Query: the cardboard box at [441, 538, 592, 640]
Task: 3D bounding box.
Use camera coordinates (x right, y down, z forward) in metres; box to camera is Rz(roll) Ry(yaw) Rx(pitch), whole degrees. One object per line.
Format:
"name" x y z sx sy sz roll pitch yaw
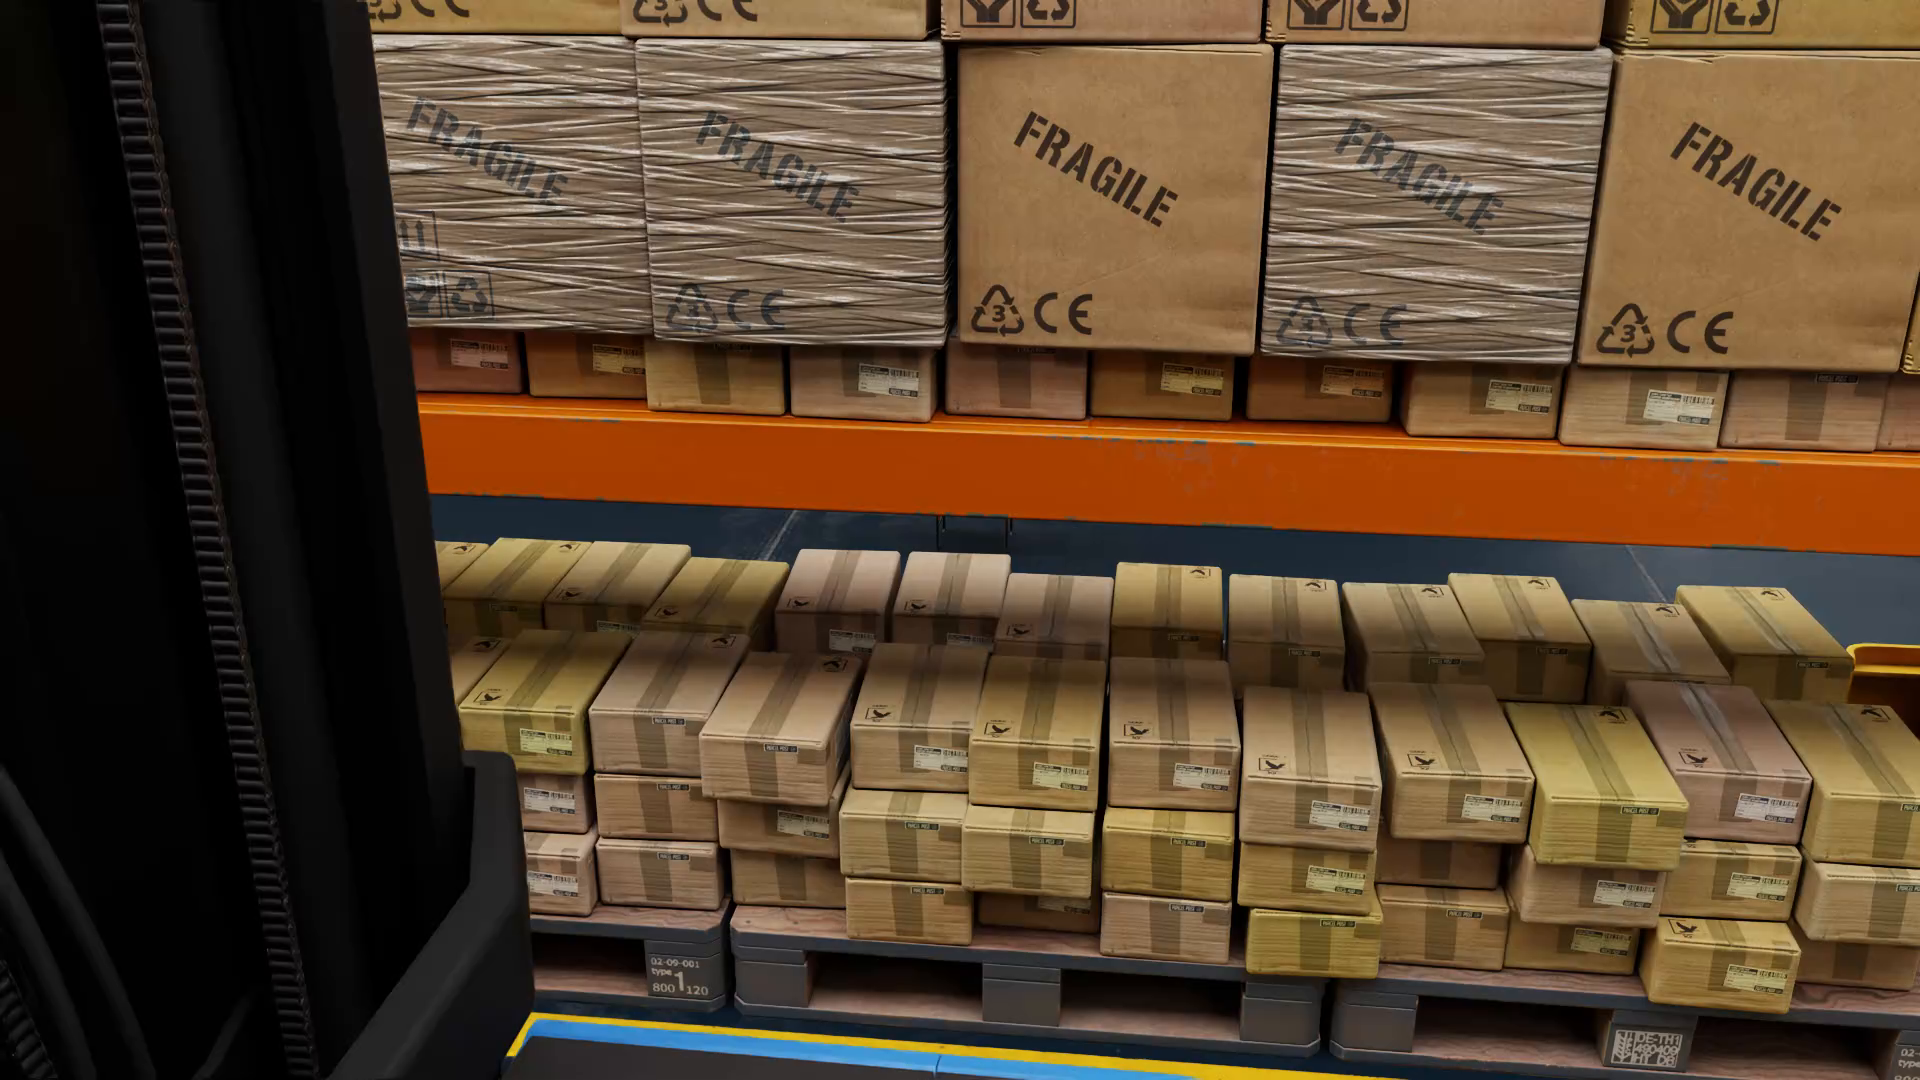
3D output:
"cardboard box" -1.060 0.136 4.014 0.250 0.149 0.380 3 22 7

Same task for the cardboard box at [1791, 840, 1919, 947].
"cardboard box" 1.712 0.611 3.215 0.250 0.149 0.380 2 22 5

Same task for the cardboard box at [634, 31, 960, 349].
"cardboard box" -0.252 -0.653 2.970 0.500 0.500 0.500 2 22 5

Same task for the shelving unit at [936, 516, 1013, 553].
"shelving unit" 0.053 -0.486 5.741 0.252 1.050 0.215 2 22 6

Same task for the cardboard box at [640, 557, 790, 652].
"cardboard box" -0.564 0.184 3.893 0.250 0.149 0.380 3 22 8

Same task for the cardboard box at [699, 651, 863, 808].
"cardboard box" -0.357 0.380 3.397 0.250 0.149 0.380 3 22 7

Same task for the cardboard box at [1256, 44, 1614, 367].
"cardboard box" 0.777 -0.615 2.875 0.500 0.500 0.500 3 22 6

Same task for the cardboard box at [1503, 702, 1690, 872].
"cardboard box" 1.199 0.465 3.182 0.250 0.149 0.380 2 22 5

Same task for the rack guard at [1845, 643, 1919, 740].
"rack guard" 2.194 0.697 3.497 0.348 0.500 1.175 2 22 6

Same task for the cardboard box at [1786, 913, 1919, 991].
"cardboard box" 1.722 0.722 3.341 0.250 0.149 0.380 3 22 7

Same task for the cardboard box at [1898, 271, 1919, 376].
"cardboard box" 1.793 -0.572 2.767 0.500 0.500 0.500 3 22 7

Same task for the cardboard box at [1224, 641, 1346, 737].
"cardboard box" 0.744 0.375 3.812 0.250 0.149 0.380 1 22 4

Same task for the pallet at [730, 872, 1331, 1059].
"pallet" 0.183 0.730 3.807 1.213 0.211 1.003 2 22 6

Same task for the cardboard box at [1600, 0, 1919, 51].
"cardboard box" 1.283 -1.063 2.648 0.500 0.500 0.500 2 22 4

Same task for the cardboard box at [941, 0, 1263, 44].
"cardboard box" 0.239 -1.104 2.751 0.500 0.500 0.500 2 22 4

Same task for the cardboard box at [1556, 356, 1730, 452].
"cardboard box" 1.163 -0.288 2.931 0.250 0.149 0.380 3 22 8

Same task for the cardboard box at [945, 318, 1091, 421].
"cardboard box" 0.125 -0.353 3.094 0.250 0.149 0.380 3 22 8

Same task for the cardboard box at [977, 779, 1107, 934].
"cardboard box" 0.184 0.653 3.514 0.250 0.149 0.380 3 22 8

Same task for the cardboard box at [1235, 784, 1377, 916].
"cardboard box" 0.680 0.572 3.315 0.250 0.149 0.380 3 22 7

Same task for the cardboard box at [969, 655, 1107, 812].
"cardboard box" 0.164 0.386 3.380 0.250 0.149 0.380 3 22 7

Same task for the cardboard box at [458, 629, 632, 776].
"cardboard box" -0.862 0.336 3.508 0.250 0.149 0.380 2 22 6

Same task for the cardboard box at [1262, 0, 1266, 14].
"cardboard box" 0.839 -1.278 3.193 0.500 0.500 0.500 2 22 5

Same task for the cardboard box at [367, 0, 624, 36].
"cardboard box" -0.767 -1.160 2.892 0.500 0.500 0.500 2 22 5

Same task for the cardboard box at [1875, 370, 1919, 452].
"cardboard box" 1.670 -0.281 2.911 0.250 0.149 0.380 2 22 6

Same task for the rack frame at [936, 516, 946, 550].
"rack frame" -0.068 -0.491 5.754 0.008 1.050 0.200 2 22 6

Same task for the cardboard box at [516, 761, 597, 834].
"cardboard box" -0.872 0.465 3.585 0.250 0.149 0.380 2 22 6

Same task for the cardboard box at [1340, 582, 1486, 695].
"cardboard box" 1.010 0.239 3.753 0.250 0.149 0.380 1 22 4

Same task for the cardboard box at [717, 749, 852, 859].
"cardboard box" -0.334 0.498 3.501 0.250 0.149 0.380 4 22 9

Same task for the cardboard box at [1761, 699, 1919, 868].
"cardboard box" 1.714 0.461 3.190 0.250 0.149 0.380 3 22 7

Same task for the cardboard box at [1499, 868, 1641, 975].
"cardboard box" 1.203 0.705 3.384 0.250 0.149 0.380 2 22 6

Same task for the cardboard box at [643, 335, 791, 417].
"cardboard box" -0.412 -0.361 3.116 0.250 0.149 0.380 3 22 7

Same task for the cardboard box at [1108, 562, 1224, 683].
"cardboard box" 0.480 0.195 3.863 0.250 0.149 0.380 3 22 7

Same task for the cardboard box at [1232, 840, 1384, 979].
"cardboard box" 0.695 0.711 3.369 0.250 0.149 0.380 2 22 4

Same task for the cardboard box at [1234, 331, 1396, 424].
"cardboard box" 0.644 -0.344 3.072 0.250 0.149 0.380 2 22 4

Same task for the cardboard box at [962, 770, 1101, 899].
"cardboard box" 0.151 0.552 3.365 0.250 0.149 0.380 3 22 7

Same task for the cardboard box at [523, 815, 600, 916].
"cardboard box" -0.862 0.632 3.568 0.250 0.149 0.380 2 22 6

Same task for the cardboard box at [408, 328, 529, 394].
"cardboard box" -0.924 -0.410 3.239 0.250 0.149 0.380 2 22 4

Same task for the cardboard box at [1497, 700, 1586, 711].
"cardboard box" 1.261 0.403 3.742 0.250 0.149 0.380 3 22 7

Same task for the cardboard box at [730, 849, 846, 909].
"cardboard box" -0.333 0.623 3.590 0.250 0.149 0.380 2 22 4

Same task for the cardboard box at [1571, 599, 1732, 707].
"cardboard box" 1.501 0.277 3.656 0.250 0.149 0.380 3 22 7

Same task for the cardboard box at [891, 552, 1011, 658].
"cardboard box" -0.015 0.169 3.930 0.250 0.149 0.380 2 22 4

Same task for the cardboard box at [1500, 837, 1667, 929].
"cardboard box" 1.195 0.590 3.270 0.250 0.149 0.380 2 22 4

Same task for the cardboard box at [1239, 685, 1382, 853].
"cardboard box" 0.676 0.439 3.246 0.250 0.149 0.380 3 22 8
